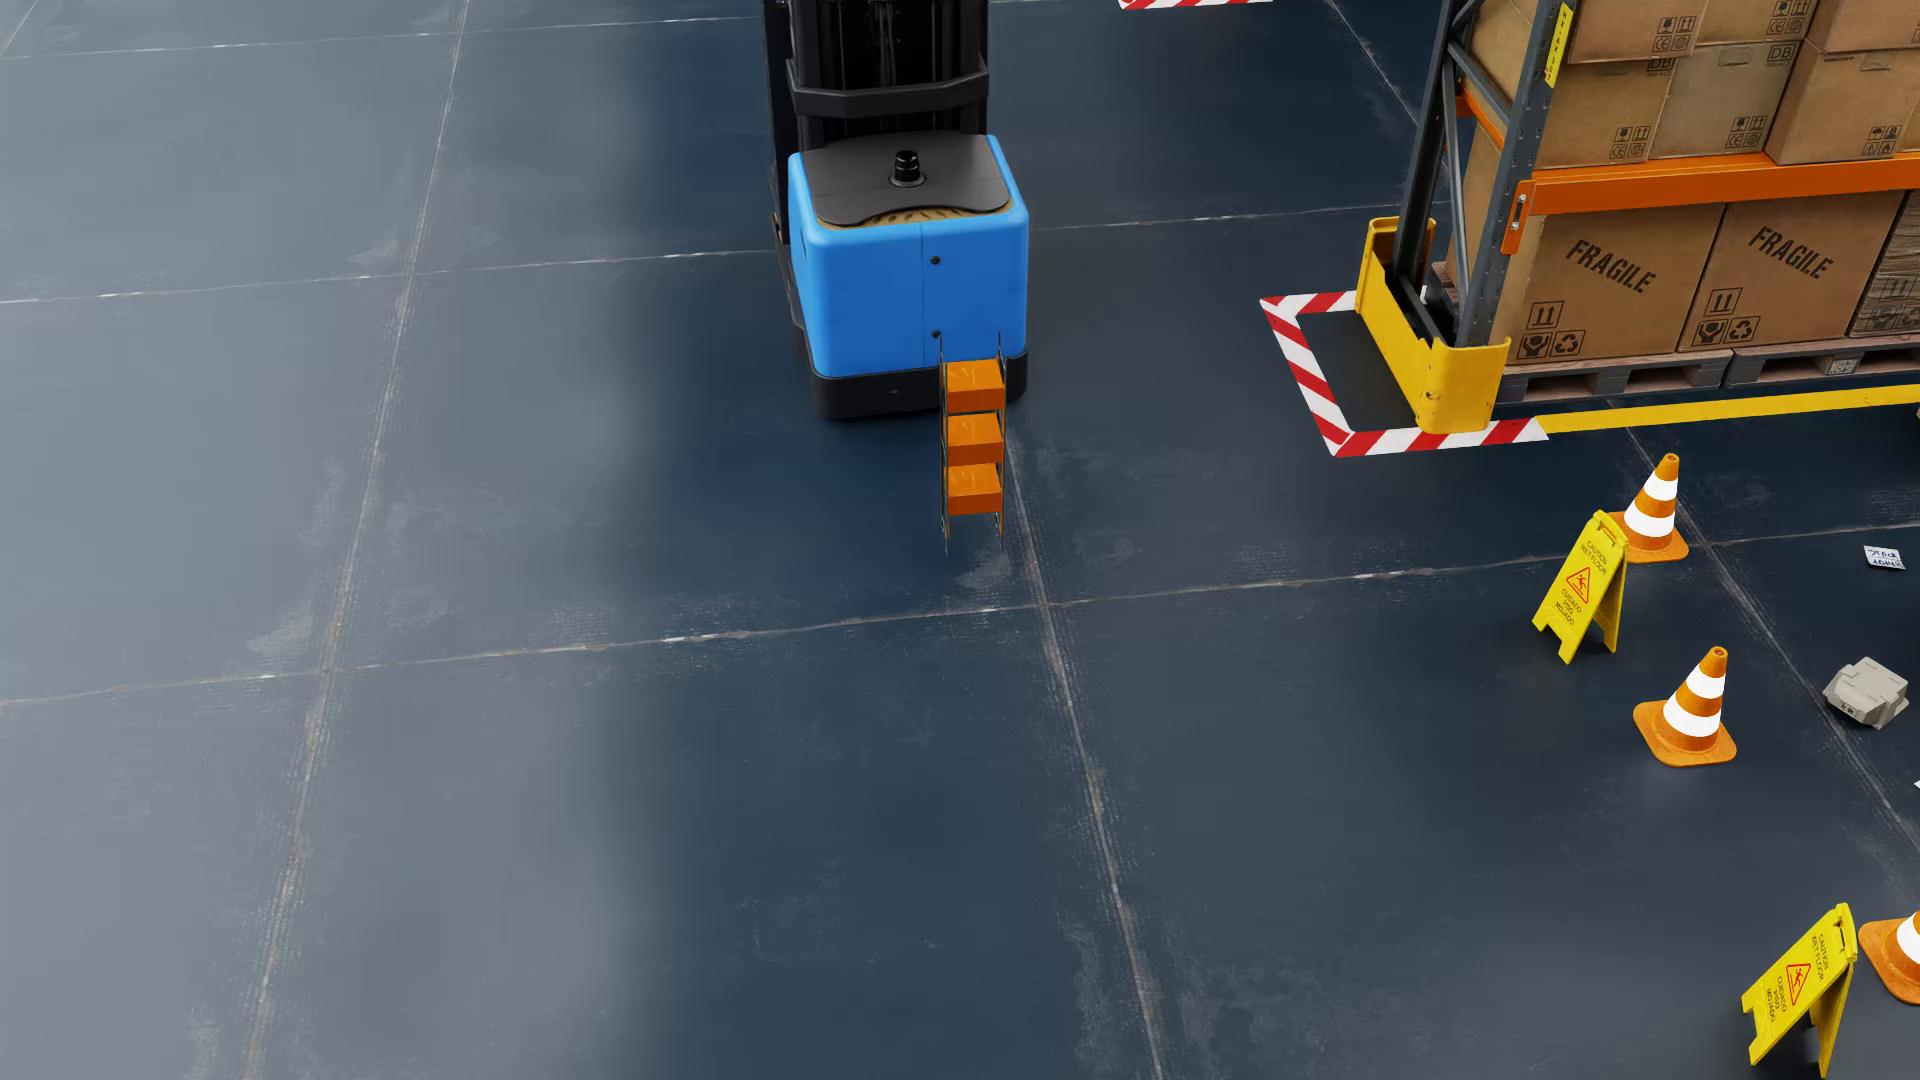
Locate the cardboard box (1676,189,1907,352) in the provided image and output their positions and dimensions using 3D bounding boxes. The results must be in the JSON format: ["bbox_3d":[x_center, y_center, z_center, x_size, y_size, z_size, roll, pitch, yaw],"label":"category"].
[{"bbox_3d":[3.894,-1.570,8.238,0.875,0.875,0.875,-6,42,-6],"label":"cardboard box"}]

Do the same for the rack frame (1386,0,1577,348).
[{"bbox_3d":[2.358,-2.022,7.467,0.127,3.000,1.000,-5,42,-6],"label":"rack frame"}]

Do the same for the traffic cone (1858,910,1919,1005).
[{"bbox_3d":[3.359,1.305,5.673,0.334,0.463,0.336,-5,42,-6],"label":"traffic cone"}]

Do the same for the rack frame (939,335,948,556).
[{"bbox_3d":[-0.068,-0.384,7.107,0.008,1.050,0.200,-5,42,-6],"label":"rack frame"}]

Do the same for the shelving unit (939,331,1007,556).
[{"bbox_3d":[0.053,-0.394,7.119,0.252,1.050,0.215,-5,42,-6],"label":"shelving unit"}]

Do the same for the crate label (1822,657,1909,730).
[{"bbox_3d":[3.649,0.609,6.688,0.298,0.136,0.250,-27,49,-27],"label":"crate label"}]

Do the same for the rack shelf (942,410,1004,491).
[{"bbox_3d":[0.053,-0.387,7.126,0.240,0.259,0.215,-5,42,-6],"label":"rack shelf"}]

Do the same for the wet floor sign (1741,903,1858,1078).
[{"bbox_3d":[2.772,1.437,5.390,0.232,0.644,0.267,8,43,9],"label":"wet floor sign"}]

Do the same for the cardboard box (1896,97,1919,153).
[{"bbox_3d":[4.354,-2.241,7.598,0.500,0.550,0.875,-5,42,-6],"label":"cardboard box"}]

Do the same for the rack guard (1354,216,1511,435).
[{"bbox_3d":[2.334,-1.092,8.302,0.348,0.500,1.175,-5,42,-6],"label":"rack guard"}]

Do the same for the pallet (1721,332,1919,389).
[{"bbox_3d":[4.347,-1.212,8.651,1.213,0.211,1.003,-5,42,-6],"label":"pallet"}]

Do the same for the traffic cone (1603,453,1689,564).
[{"bbox_3d":[3.068,-0.183,7.323,0.334,0.463,0.336,-5,42,-6],"label":"traffic cone"}]

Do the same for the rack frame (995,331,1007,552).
[{"bbox_3d":[0.174,-0.405,7.130,0.008,1.050,0.200,-5,42,-6],"label":"rack frame"}]

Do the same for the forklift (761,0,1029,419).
[{"bbox_3d":[-0.453,-2.665,8.231,1.130,2.935,3.031,-7,43,-8],"label":"forklift"}]

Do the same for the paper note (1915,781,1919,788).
[{"bbox_3d":[3.779,0.955,6.383,0.142,0.019,0.148,-19,45,-20],"label":"paper note"}]

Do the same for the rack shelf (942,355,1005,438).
[{"bbox_3d":[0.053,-0.597,6.936,0.240,0.259,0.215,-5,42,-6],"label":"rack shelf"}]

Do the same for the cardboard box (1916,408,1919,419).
[{"bbox_3d":[4.918,-0.626,7.784,0.500,0.500,0.500,2,42,2],"label":"cardboard box"}]

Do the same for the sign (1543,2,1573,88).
[{"bbox_3d":[2.424,-2.004,6.742,0.005,0.325,0.100,-5,42,-6],"label":"sign"}]

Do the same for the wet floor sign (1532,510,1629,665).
[{"bbox_3d":[2.586,0.170,6.795,0.232,0.644,0.267,-12,43,-13],"label":"wet floor sign"}]

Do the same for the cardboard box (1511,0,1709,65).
[{"bbox_3d":[2.730,-2.485,7.063,0.550,0.550,0.875,-5,42,-6],"label":"cardboard box"}]

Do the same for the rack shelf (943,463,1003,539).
[{"bbox_3d":[0.053,-0.180,7.312,0.240,0.259,0.215,-5,42,-6],"label":"rack shelf"}]

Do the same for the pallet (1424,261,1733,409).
[{"bbox_3d":[3.140,-1.108,8.536,1.213,0.211,1.003,-5,42,-6],"label":"pallet"}]

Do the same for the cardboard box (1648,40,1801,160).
[{"bbox_3d":[3.262,-2.202,7.555,0.550,0.550,0.875,-5,42,-6],"label":"cardboard box"}]

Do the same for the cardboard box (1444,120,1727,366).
[{"bbox_3d":[3.021,-1.492,8.152,0.875,0.875,0.875,-5,42,-5],"label":"cardboard box"}]

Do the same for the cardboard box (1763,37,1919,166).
[{"bbox_3d":[3.834,-2.167,7.517,0.550,0.550,0.875,-5,42,-6],"label":"cardboard box"}]

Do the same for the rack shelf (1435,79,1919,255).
[{"bbox_3d":[4.341,-1.929,7.901,4.000,0.370,1.077,-5,42,-6],"label":"rack shelf"}]

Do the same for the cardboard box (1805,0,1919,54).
[{"bbox_3d":[3.837,-2.553,7.137,0.550,0.550,0.875,-5,42,-6],"label":"cardboard box"}]

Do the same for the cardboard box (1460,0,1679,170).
[{"bbox_3d":[2.720,-2.140,7.486,0.550,0.550,0.875,-5,42,-6],"label":"cardboard box"}]

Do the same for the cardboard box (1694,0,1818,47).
[{"bbox_3d":[3.264,-2.594,7.183,0.550,0.550,0.875,-5,42,-6],"label":"cardboard box"}]

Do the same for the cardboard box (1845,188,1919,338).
[{"bbox_3d":[4.798,-1.647,8.325,0.875,0.875,0.875,-5,42,-5],"label":"cardboard box"}]

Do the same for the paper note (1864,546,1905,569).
[{"bbox_3d":[4.091,0.076,7.359,0.142,0.017,0.144,8,43,9],"label":"paper note"}]

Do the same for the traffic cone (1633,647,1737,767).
[{"bbox_3d":[2.878,0.597,6.458,0.334,0.463,0.336,-5,42,-6],"label":"traffic cone"}]
